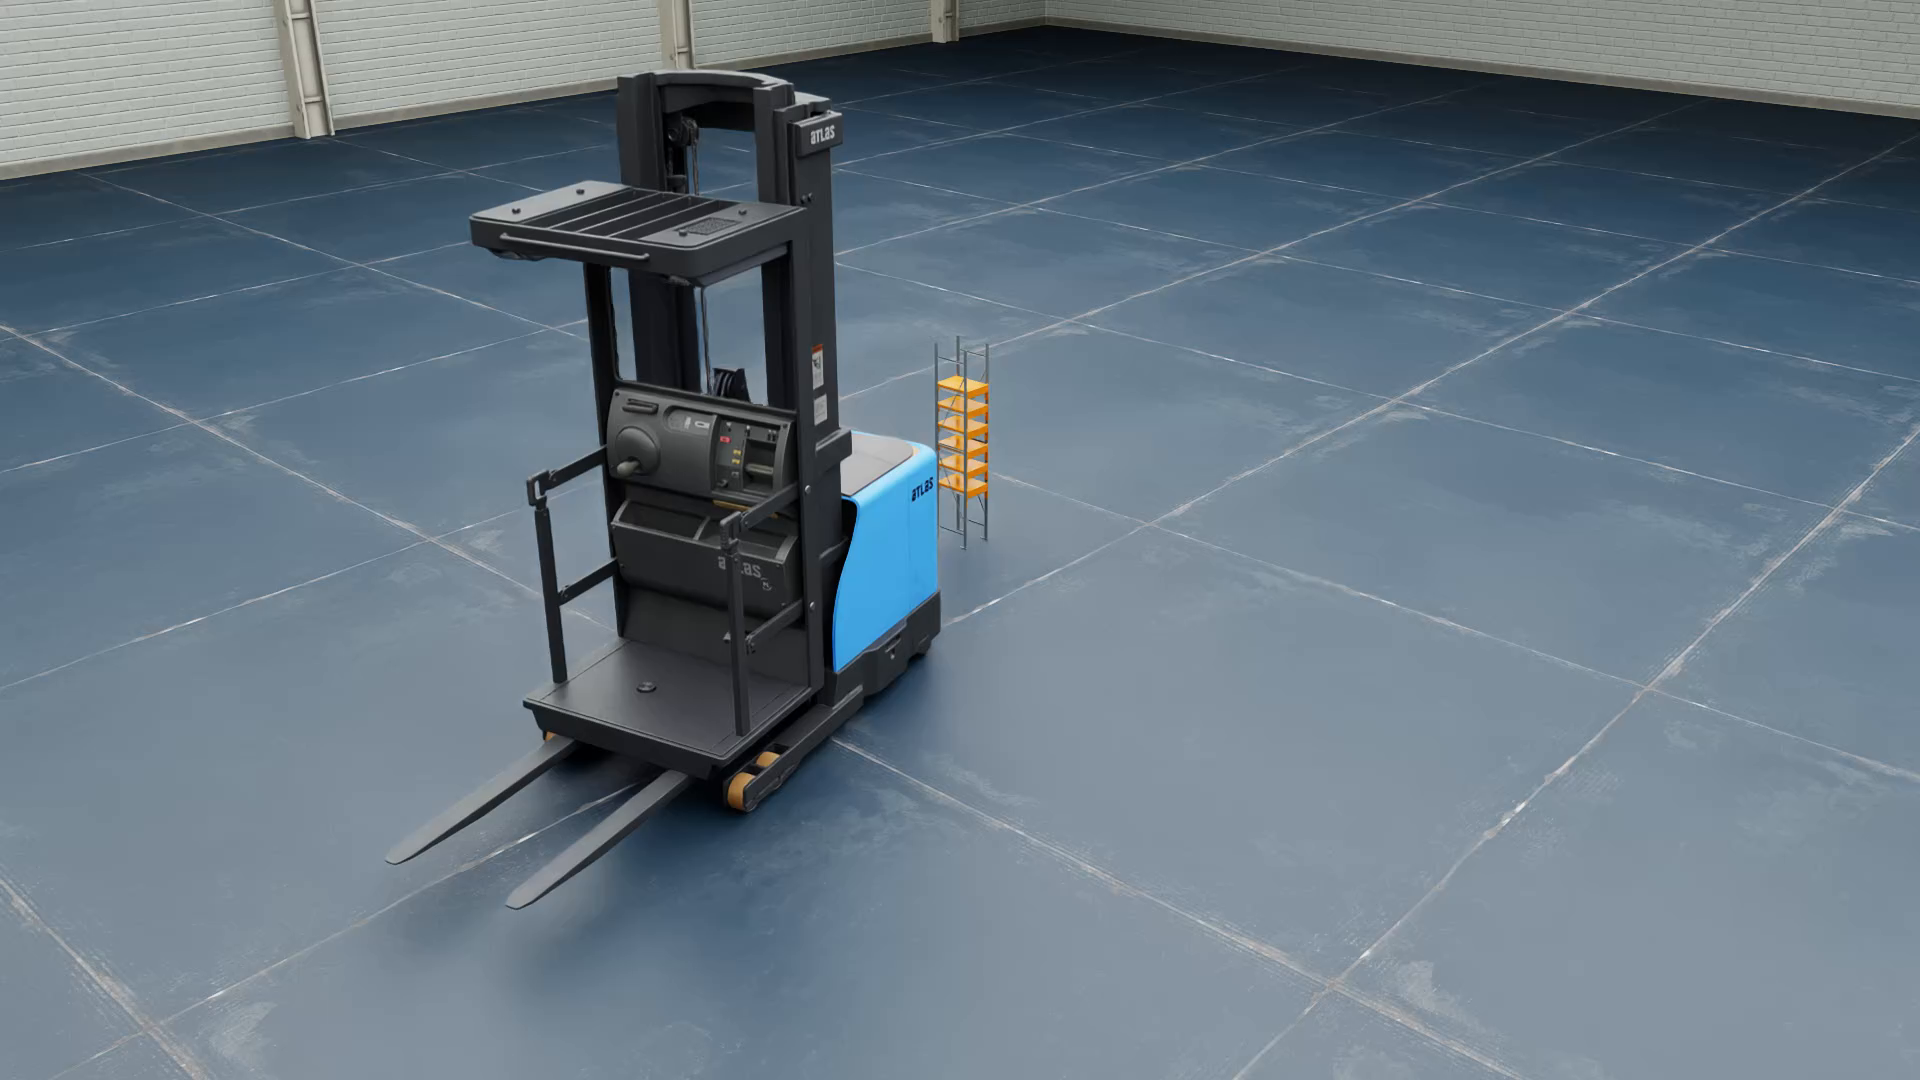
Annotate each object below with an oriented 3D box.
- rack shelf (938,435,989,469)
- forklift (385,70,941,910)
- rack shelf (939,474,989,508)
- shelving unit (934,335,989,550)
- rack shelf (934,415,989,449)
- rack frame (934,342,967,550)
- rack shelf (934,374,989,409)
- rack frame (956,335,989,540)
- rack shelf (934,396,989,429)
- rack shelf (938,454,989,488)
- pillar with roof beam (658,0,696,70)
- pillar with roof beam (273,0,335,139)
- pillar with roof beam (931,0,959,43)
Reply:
[{"bbox_3d":[0.010,-0.511,9.533,0.258,0.103,0.180,20,31,38],"label":"rack shelf"},{"bbox_3d":[-1.232,-0.379,7.012,1.130,2.935,3.031,12,27,25],"label":"forklift"},{"bbox_3d":[0.010,-0.292,9.631,0.258,0.103,0.180,20,31,38],"label":"rack shelf"},{"bbox_3d":[0.010,-0.552,9.514,0.258,1.200,0.189,20,31,38],"label":"shelving unit"},{"bbox_3d":[0.010,-0.621,9.483,0.258,0.103,0.180,20,31,38],"label":"rack shelf"},{"bbox_3d":[-0.051,-0.524,9.452,0.240,1.200,0.006,20,31,38],"label":"rack frame"},{"bbox_3d":[0.010,-0.840,9.385,0.258,0.103,0.180,20,31,38],"label":"rack shelf"},{"bbox_3d":[0.071,-0.580,9.577,0.240,1.200,0.006,20,31,38],"label":"rack frame"},{"bbox_3d":[0.010,-0.730,9.434,0.258,0.103,0.180,20,31,38],"label":"rack shelf"},{"bbox_3d":[0.010,-0.402,9.582,0.258,0.103,0.180,20,31,38],"label":"rack shelf"},{"bbox_3d":[-1.063,-9.950,20.942,9.100,9.000,0.400,20,31,38],"label":"pillar with roof beam"},{"bbox_3d":[-5.068,-8.122,16.865,9.100,9.000,0.400,20,31,38],"label":"pillar with roof beam"},{"bbox_3d":[2.941,-11.778,25.019,9.100,9.000,0.400,20,31,38],"label":"pillar with roof beam"}]
